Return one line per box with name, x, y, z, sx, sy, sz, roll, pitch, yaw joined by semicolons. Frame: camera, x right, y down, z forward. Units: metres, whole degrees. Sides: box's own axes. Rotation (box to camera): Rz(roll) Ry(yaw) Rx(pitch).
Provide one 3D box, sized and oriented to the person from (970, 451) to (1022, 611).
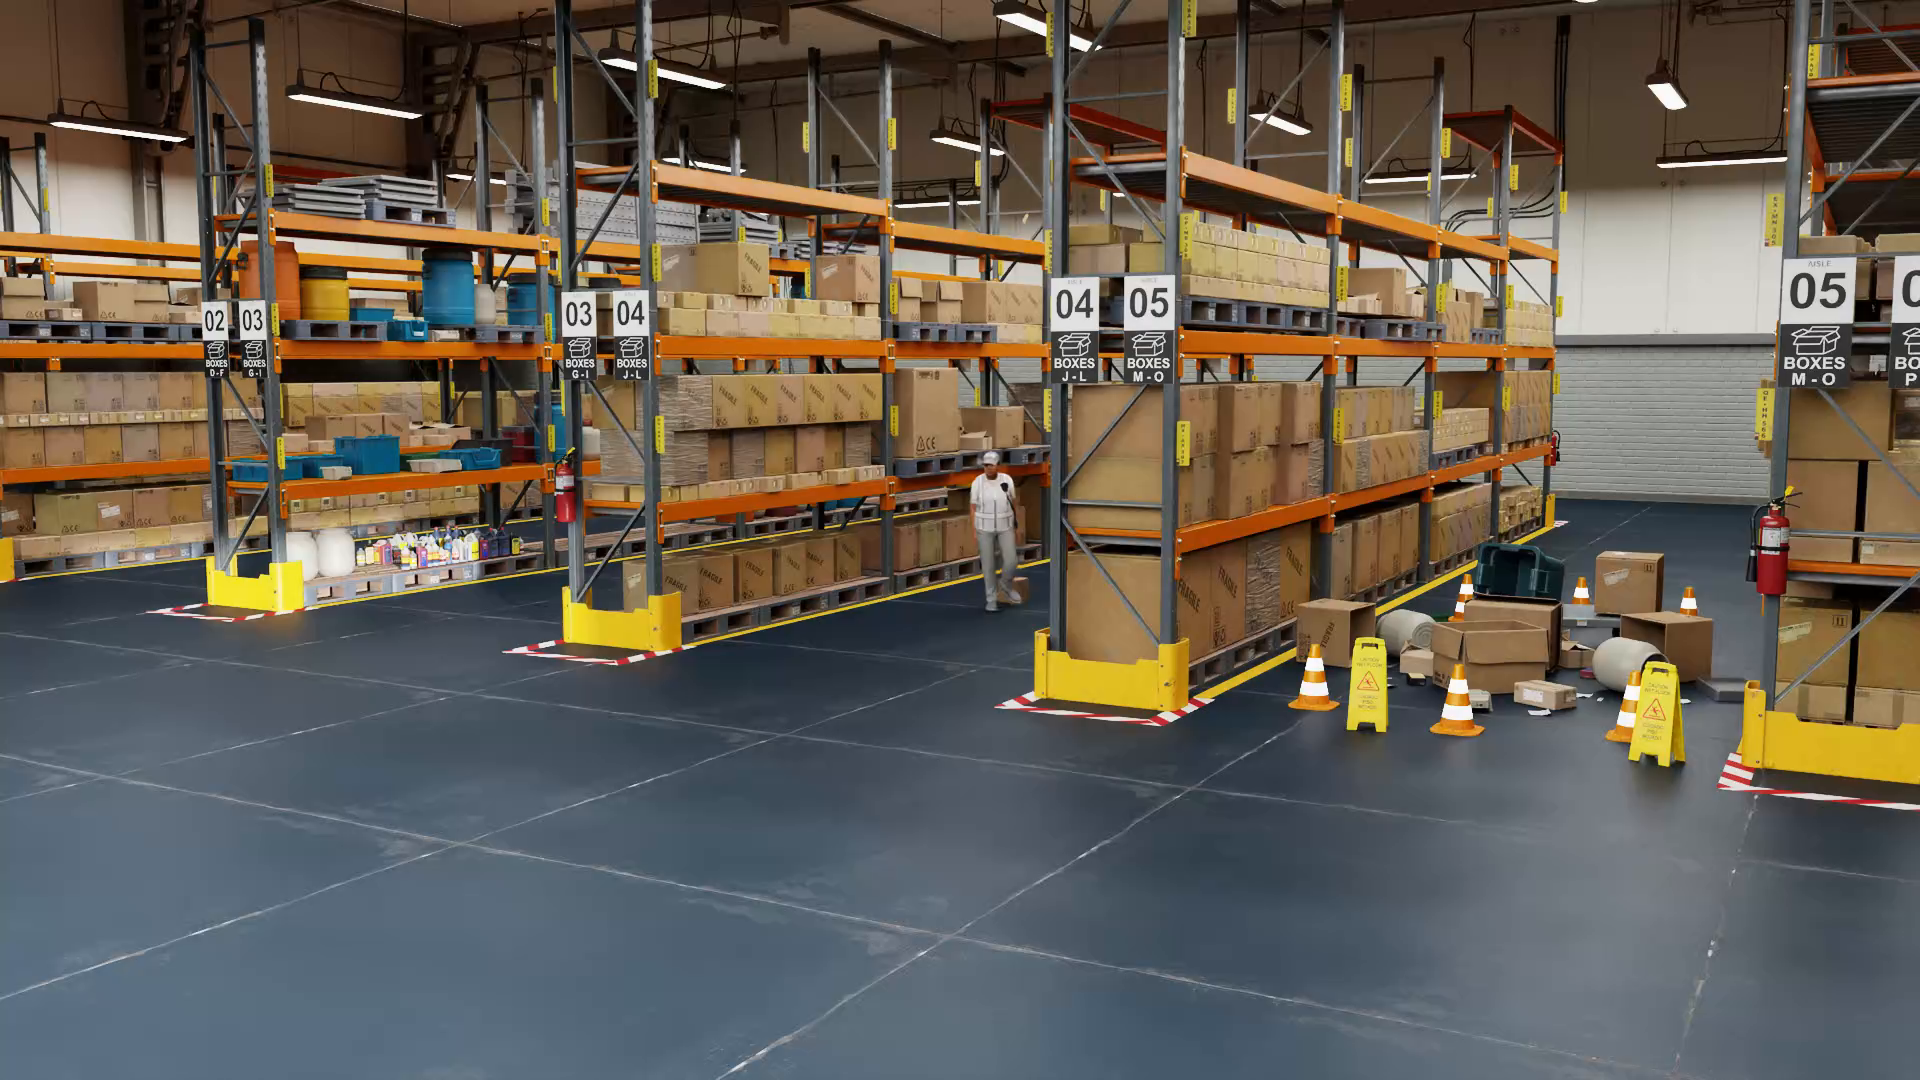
person;0.372;-0.093;17.163;0.546;1.653;0.522;0;6;1
